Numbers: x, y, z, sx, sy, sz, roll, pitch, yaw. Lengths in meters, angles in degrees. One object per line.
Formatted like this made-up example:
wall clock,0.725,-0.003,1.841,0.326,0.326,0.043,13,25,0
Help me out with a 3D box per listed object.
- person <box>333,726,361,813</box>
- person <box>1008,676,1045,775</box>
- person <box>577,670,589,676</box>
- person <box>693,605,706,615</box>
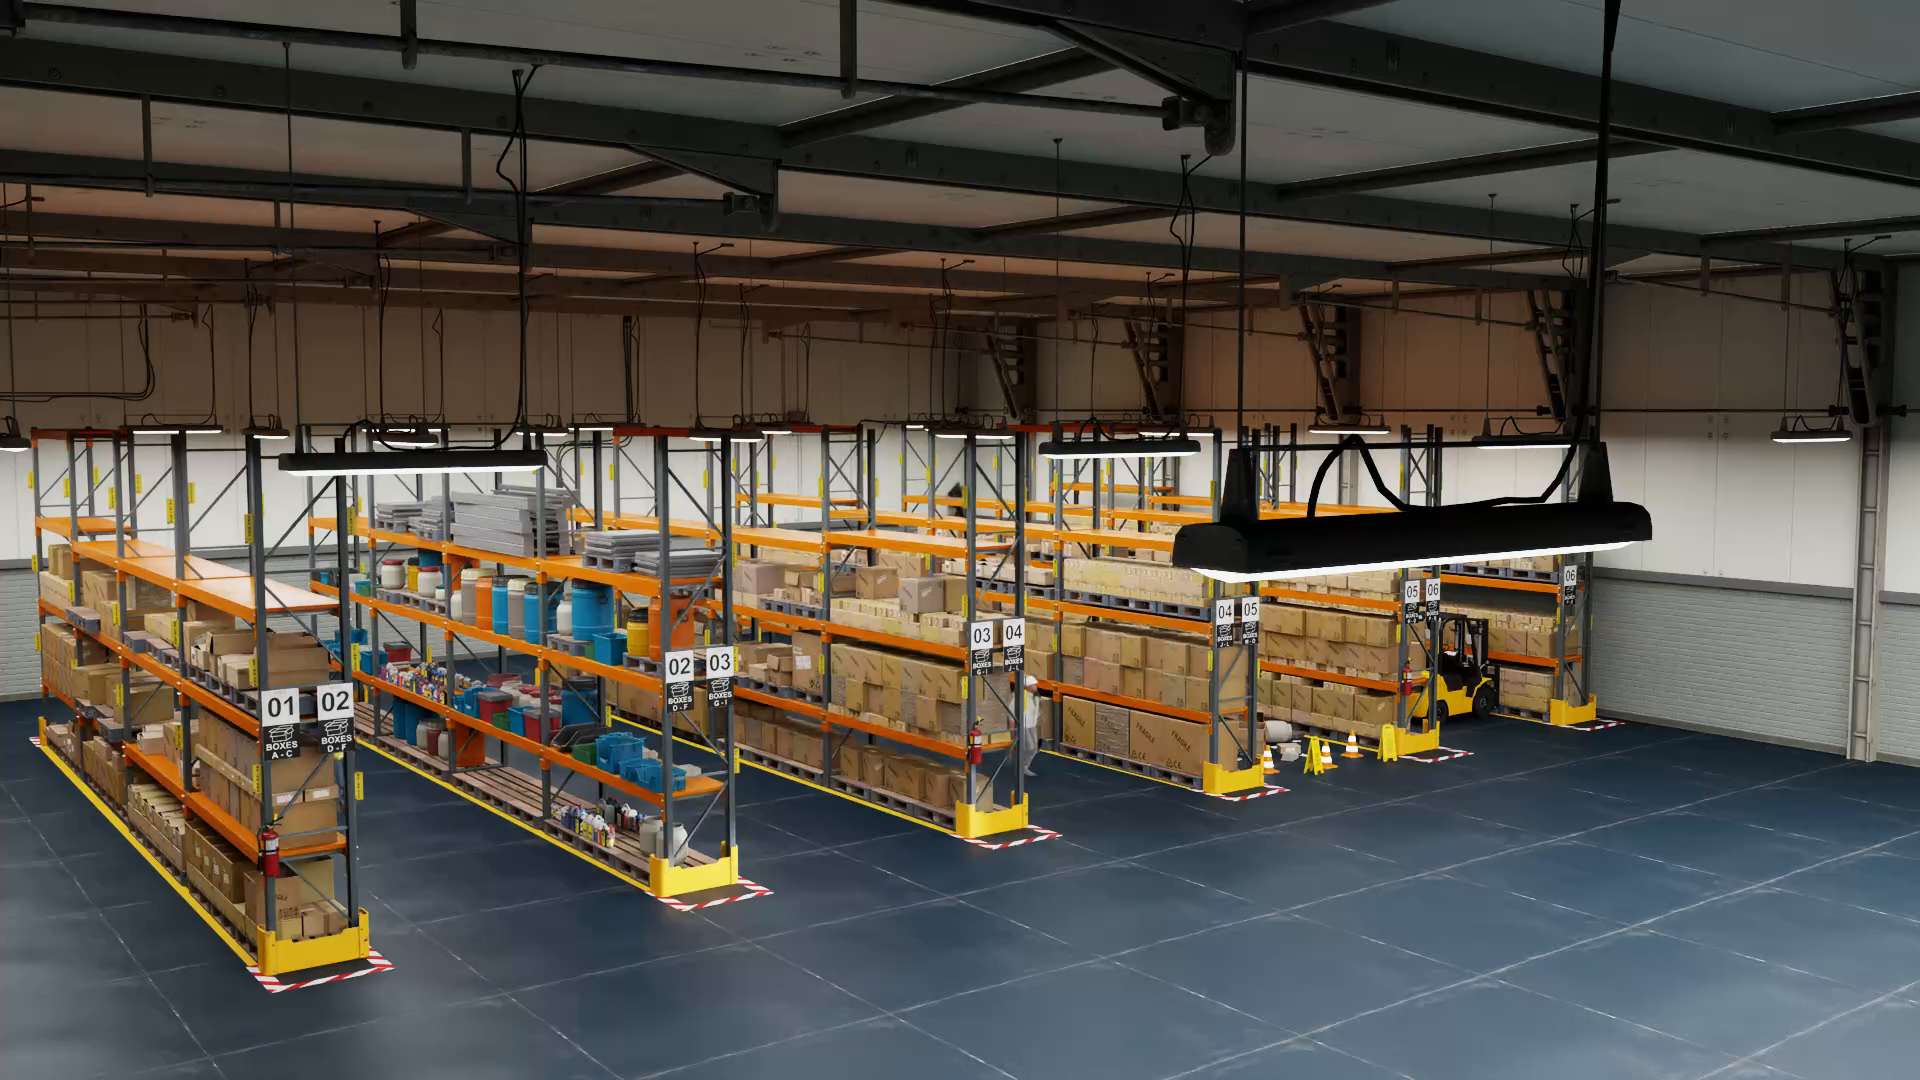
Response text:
person,-9.775,3.427,26.218,0.627,1.737,0.710,3,6,36
person,1.149,3.222,28.874,0.681,1.730,0.693,4,6,40
person,-6.840,3.156,29.996,0.534,1.709,1.009,-4,6,-42
person,-6.368,2.311,40.261,0.657,1.740,0.597,-3,5,-35
